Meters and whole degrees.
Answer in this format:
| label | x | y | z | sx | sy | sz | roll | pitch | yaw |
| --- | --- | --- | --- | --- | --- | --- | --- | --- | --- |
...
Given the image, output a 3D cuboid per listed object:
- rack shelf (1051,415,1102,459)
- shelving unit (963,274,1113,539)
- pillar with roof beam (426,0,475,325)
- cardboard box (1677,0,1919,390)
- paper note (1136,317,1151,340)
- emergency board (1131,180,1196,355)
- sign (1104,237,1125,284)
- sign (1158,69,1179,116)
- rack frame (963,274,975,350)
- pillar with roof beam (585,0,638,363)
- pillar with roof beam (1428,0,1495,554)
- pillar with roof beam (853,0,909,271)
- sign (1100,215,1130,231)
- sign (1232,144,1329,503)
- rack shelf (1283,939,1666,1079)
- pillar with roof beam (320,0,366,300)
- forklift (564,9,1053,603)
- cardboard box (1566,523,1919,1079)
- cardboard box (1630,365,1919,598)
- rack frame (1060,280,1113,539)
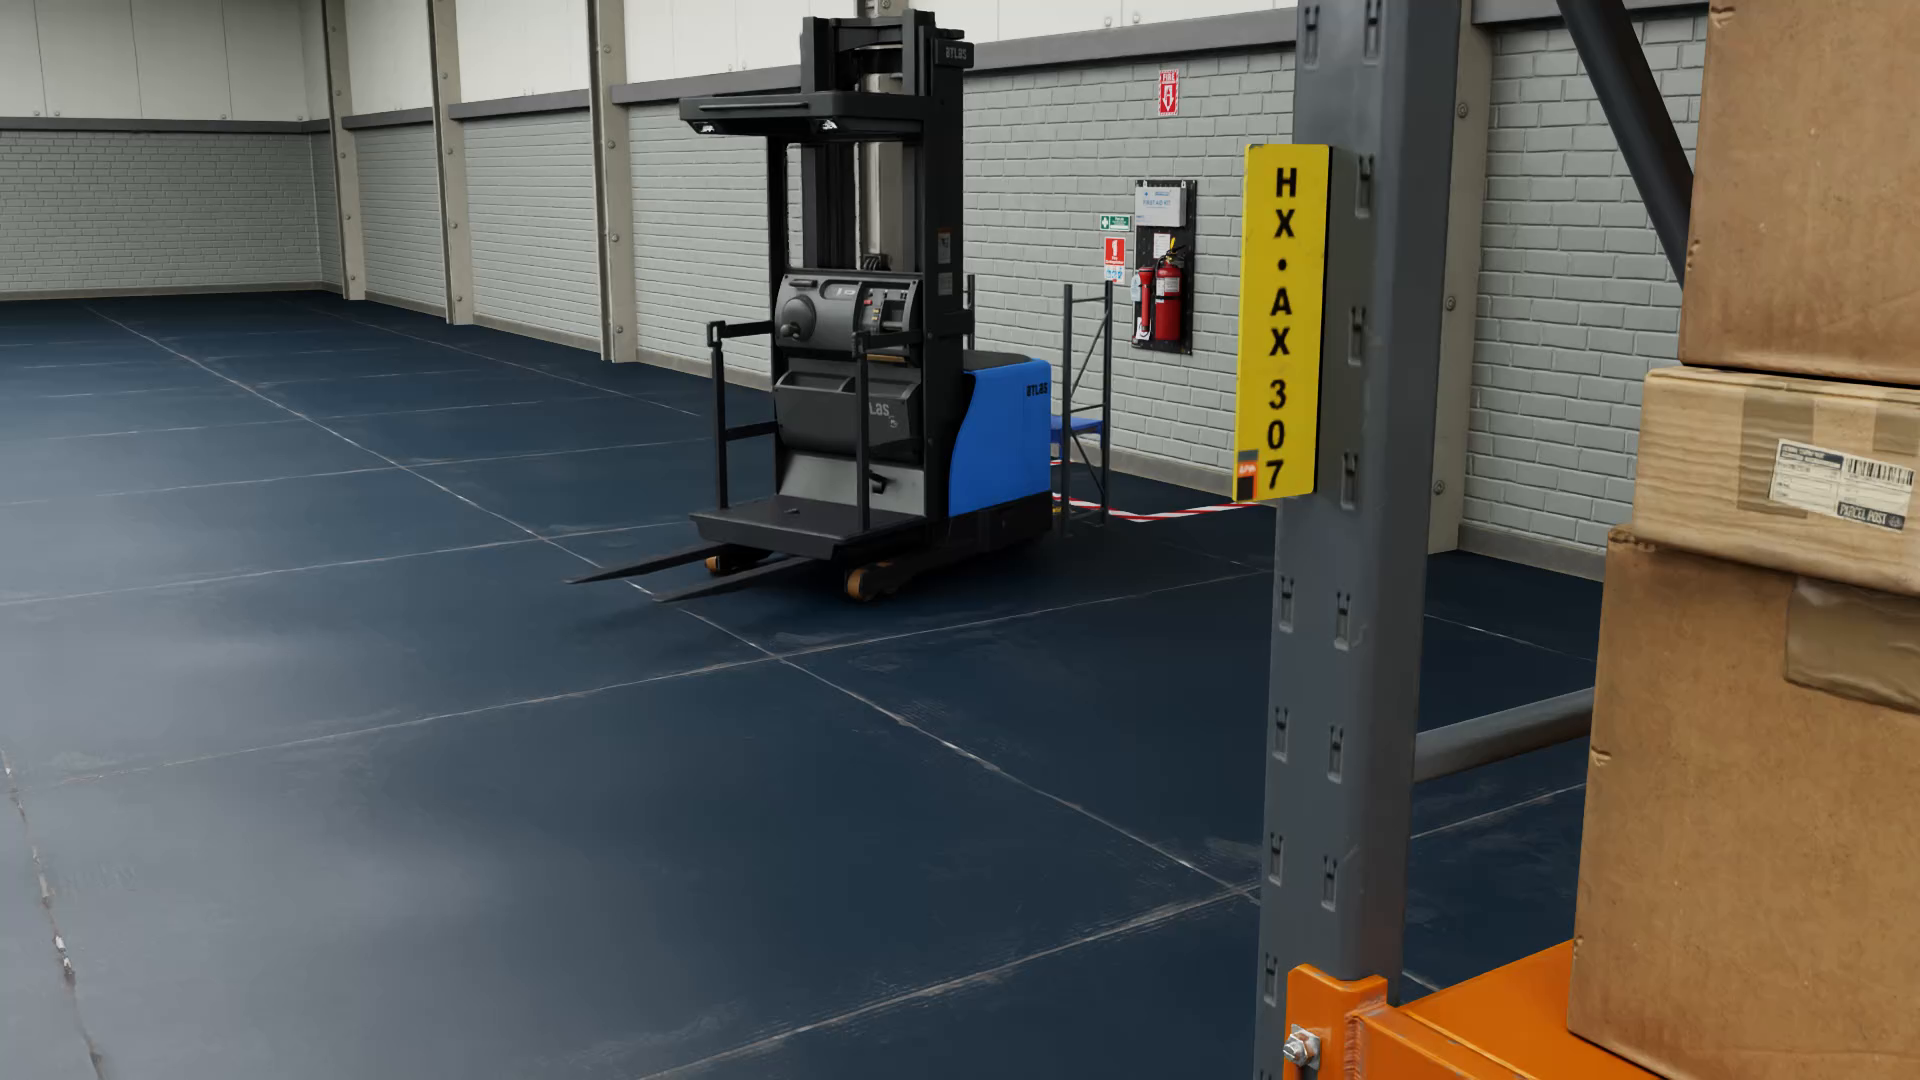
| label | x | y | z | sx | sy | sz | roll | pitch | yaw |
| --- | --- | --- | --- | --- | --- | --- | --- | --- | --- |
| rack shelf | 0.347 | -0.672 | 10.265 | 1.000 | 0.185 | 0.538 | 9 | 15 | 35 |
| shelving unit | 0.347 | -0.847 | 10.226 | 1.048 | 1.500 | 0.538 | 9 | 15 | 35 |
| pillar with roof beam | -10.889 | -7.056 | 21.065 | 9.100 | 9.000 | 0.400 | -8 | 15 | -33 |
| cardboard box | 1.039 | -0.391 | 1.356 | 0.700 | 0.500 | 0.500 | -8 | 15 | -33 |
| paper note | 1.289 | -1.487 | 11.703 | 0.016 | 0.148 | 0.142 | -8 | 15 | -33 |
| emergency board | 1.330 | -1.878 | 11.428 | 0.194 | 1.169 | 0.643 | -8 | 15 | -33 |
| sign | 1.109 | -2.006 | 11.929 | 0.001 | 0.329 | 0.234 | -8 | 15 | -33 |
| sign | 1.408 | -3.024 | 11.241 | 0.001 | 0.298 | 0.199 | -8 | 15 | -33 |
| rack frame | -0.064 | -0.911 | 10.519 | 0.032 | 1.500 | 0.500 | 9 | 15 | 35 |
| pillar with roof beam | -7.565 | -5.989 | 16.185 | 9.100 | 9.000 | 0.400 | -8 | 15 | -33 |
| pillar with roof beam | -0.917 | -3.855 | 6.426 | 9.100 | 9.000 | 0.400 | -8 | 15 | -33 |
| pillar with roof beam | -4.241 | -4.922 | 11.306 | 9.100 | 9.000 | 0.400 | -8 | 15 | -33 |
| sign | 1.104 | -2.263 | 11.864 | 0.001 | 0.109 | 0.331 | -8 | 15 | -33 |
| sign | 0.296 | -0.199 | 1.538 | 0.100 | 0.325 | 0.005 | -8 | 15 | -33 |
| rack shelf | 1.870 | 0.905 | 0.385 | 1.077 | 0.370 | 4.000 | -8 | 15 | -33 |
| pillar with roof beam | -14.214 | -8.123 | 25.945 | 9.100 | 9.000 | 0.400 | -8 | 15 | -33 |
| forklift | -0.730 | -1.238 | 8.662 | 1.130 | 2.935 | 3.031 | 9 | 15 | 35 |
| cardboard box | 1.010 | 0.234 | 1.537 | 0.700 | 0.500 | 0.500 | -8 | 15 | -33 |
| cardboard box | 0.800 | -0.072 | 1.419 | 0.380 | 0.149 | 0.250 | -8 | 15 | -33 |
| rack frame | 0.757 | -0.784 | 9.934 | 0.032 | 1.500 | 0.500 | 9 | 15 | 35 |
